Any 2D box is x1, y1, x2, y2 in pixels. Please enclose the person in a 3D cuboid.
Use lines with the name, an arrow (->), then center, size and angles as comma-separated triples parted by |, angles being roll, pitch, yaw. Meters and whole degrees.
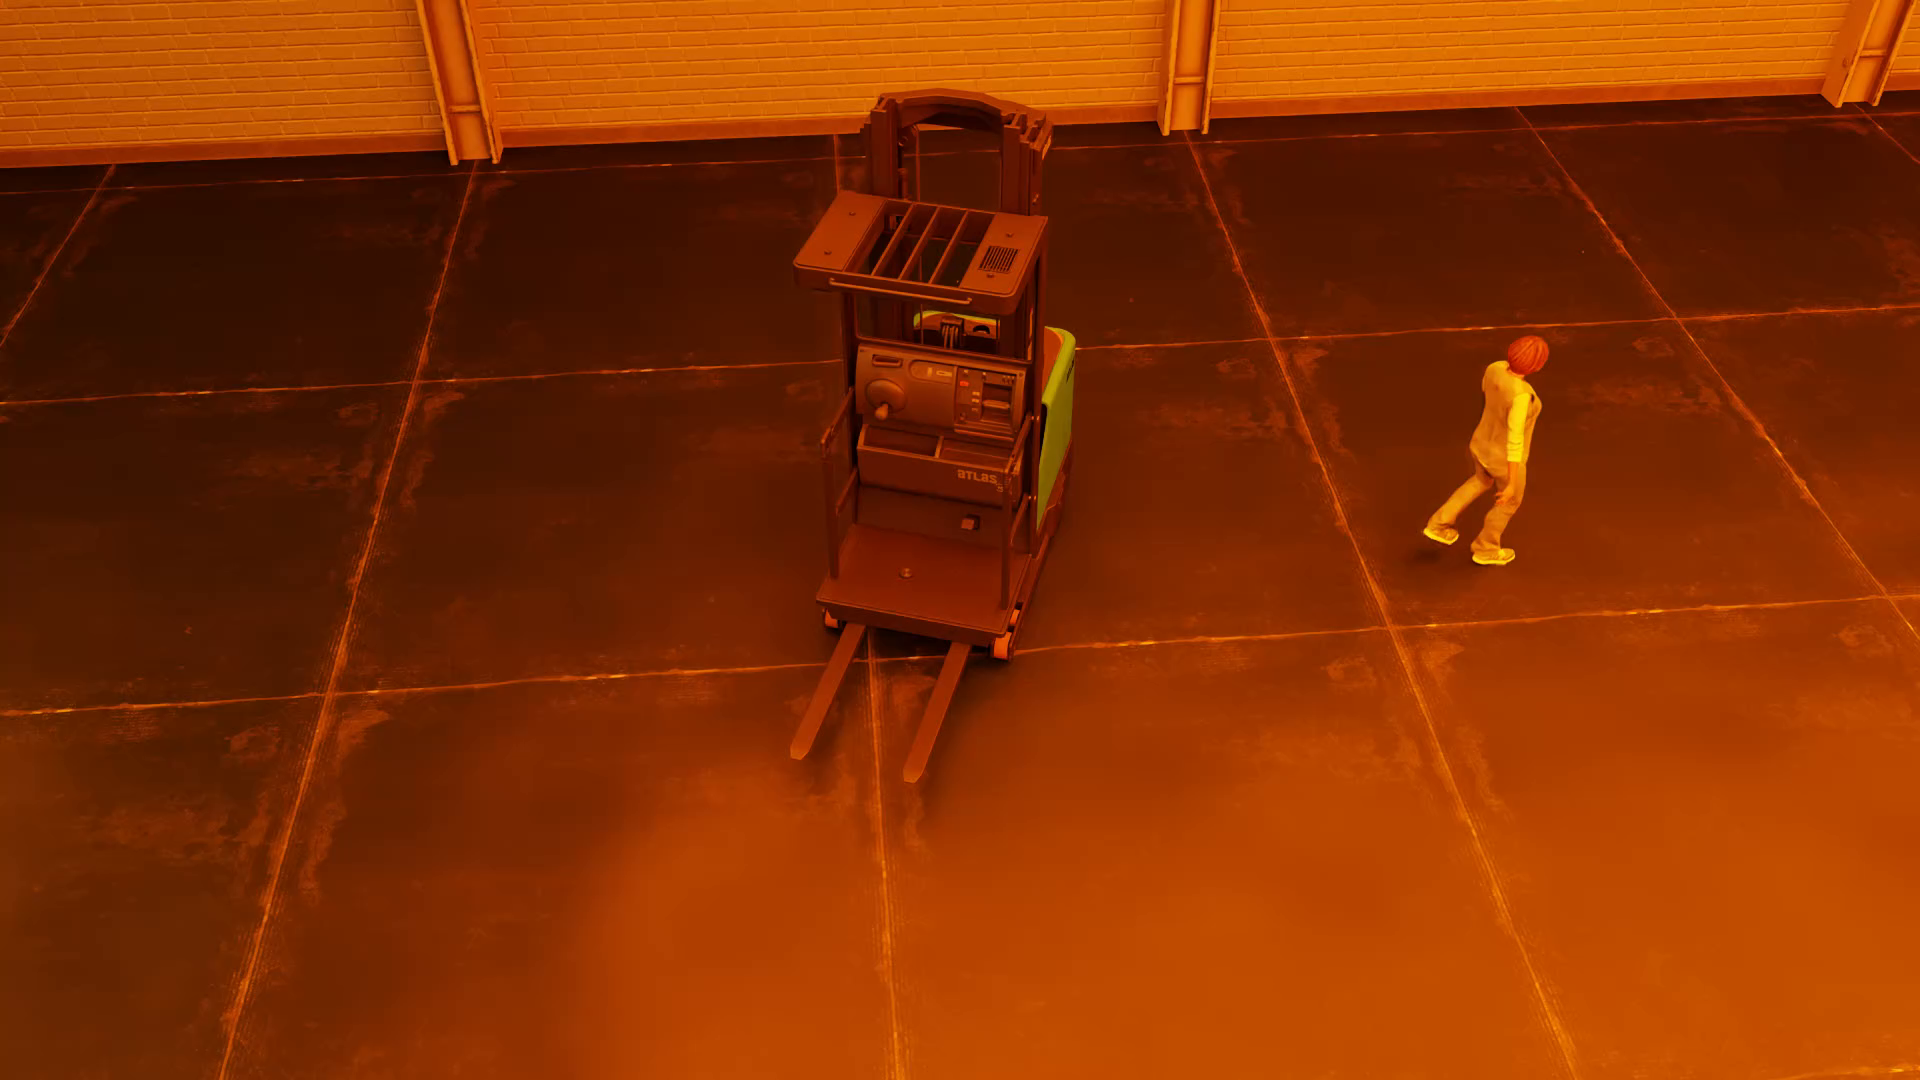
person -> 3.089, -0.494, 9.562 | 0.587, 1.581, 0.687 | -12, 42, -14

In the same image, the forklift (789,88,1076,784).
forklift -> -0.162, -0.719, 8.779 | 1.130, 2.935, 3.031 | 10, 42, 11
